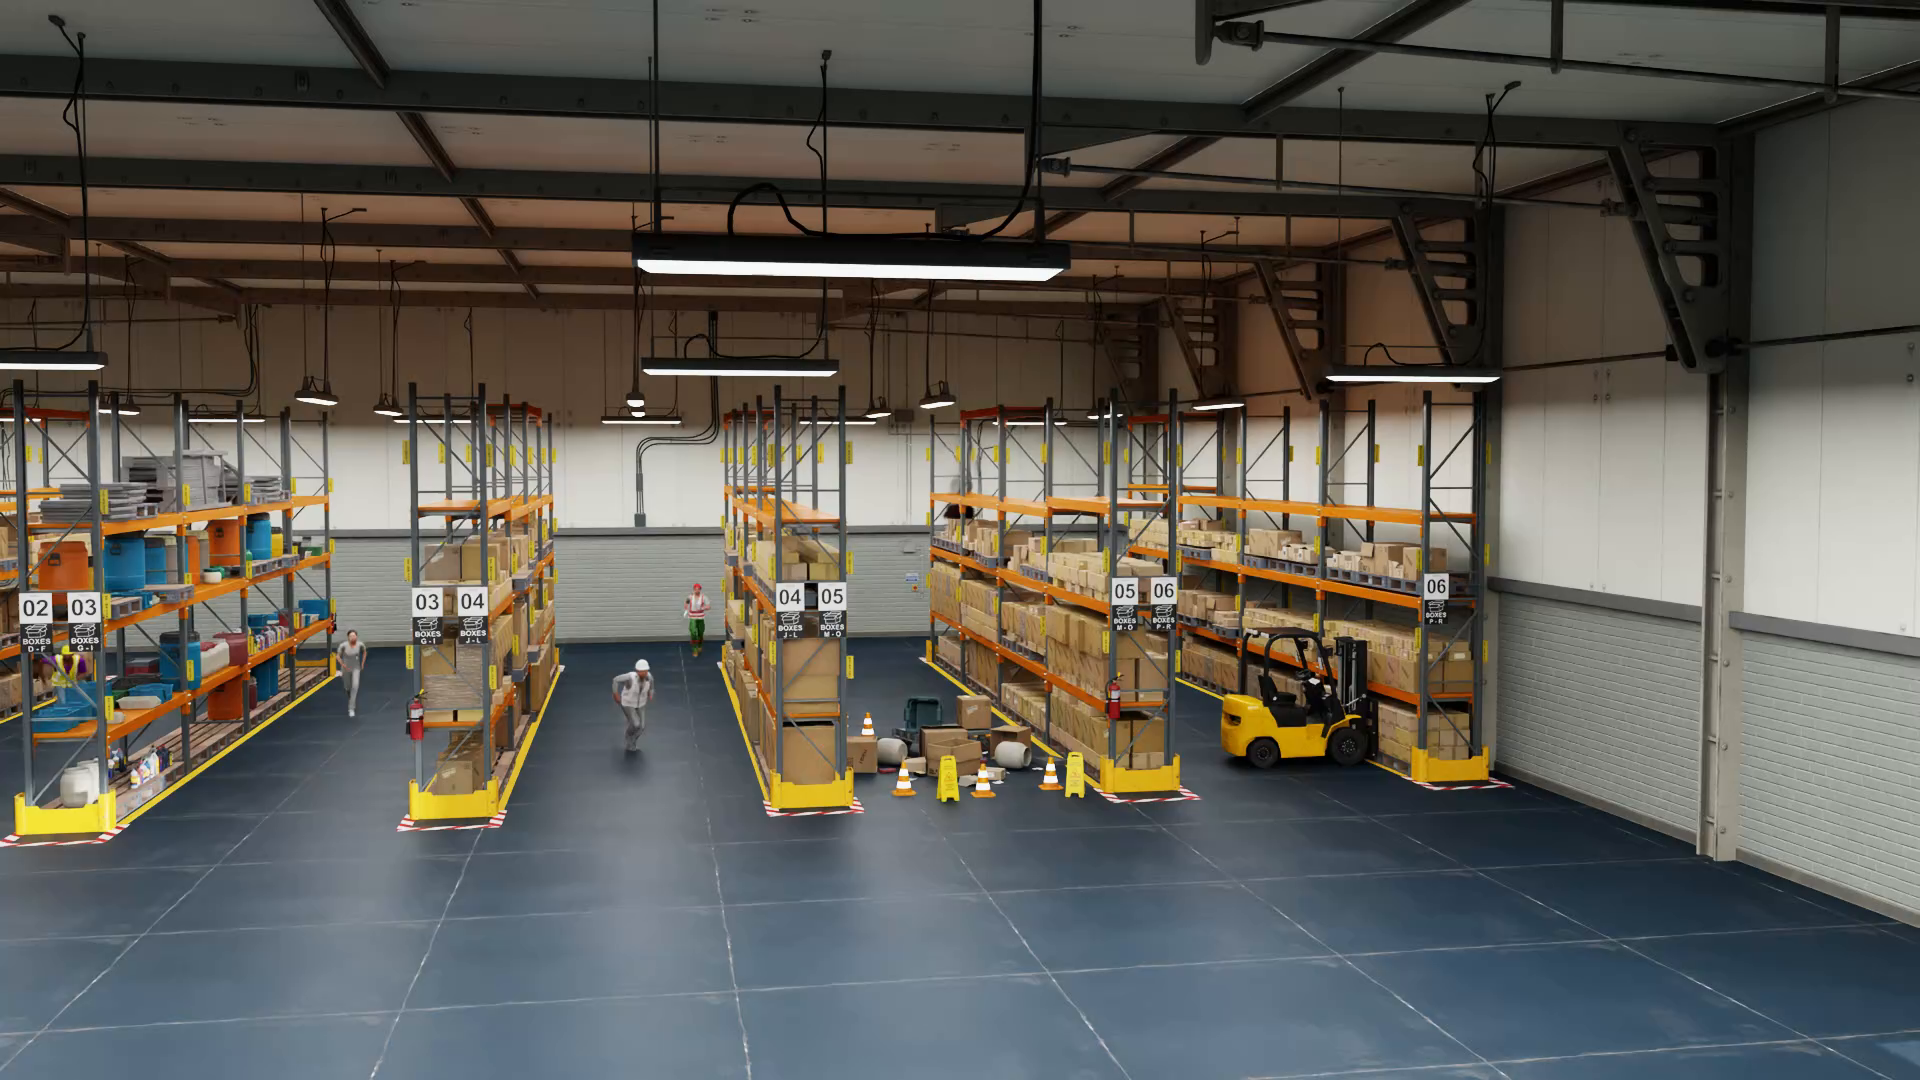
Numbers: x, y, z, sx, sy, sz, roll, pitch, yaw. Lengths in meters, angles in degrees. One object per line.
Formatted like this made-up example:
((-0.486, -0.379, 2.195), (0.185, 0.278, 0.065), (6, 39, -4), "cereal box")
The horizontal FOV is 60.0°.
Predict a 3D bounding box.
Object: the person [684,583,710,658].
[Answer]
((-6.557, 1.994, 41.473), (0.651, 1.837, 0.894), (0, 3, -9), "person")

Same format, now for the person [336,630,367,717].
((-11.827, 2.555, 32.343), (0.563, 1.658, 1.048), (-1, 3, -20), "person")

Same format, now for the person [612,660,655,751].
((-5.475, 2.786, 27.940), (0.684, 1.599, 0.866), (-2, 4, -35), "person")

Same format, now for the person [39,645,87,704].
((-16.286, 2.672, 30.197), (0.738, 1.578, 0.892), (-2, 4, -38), "person")
